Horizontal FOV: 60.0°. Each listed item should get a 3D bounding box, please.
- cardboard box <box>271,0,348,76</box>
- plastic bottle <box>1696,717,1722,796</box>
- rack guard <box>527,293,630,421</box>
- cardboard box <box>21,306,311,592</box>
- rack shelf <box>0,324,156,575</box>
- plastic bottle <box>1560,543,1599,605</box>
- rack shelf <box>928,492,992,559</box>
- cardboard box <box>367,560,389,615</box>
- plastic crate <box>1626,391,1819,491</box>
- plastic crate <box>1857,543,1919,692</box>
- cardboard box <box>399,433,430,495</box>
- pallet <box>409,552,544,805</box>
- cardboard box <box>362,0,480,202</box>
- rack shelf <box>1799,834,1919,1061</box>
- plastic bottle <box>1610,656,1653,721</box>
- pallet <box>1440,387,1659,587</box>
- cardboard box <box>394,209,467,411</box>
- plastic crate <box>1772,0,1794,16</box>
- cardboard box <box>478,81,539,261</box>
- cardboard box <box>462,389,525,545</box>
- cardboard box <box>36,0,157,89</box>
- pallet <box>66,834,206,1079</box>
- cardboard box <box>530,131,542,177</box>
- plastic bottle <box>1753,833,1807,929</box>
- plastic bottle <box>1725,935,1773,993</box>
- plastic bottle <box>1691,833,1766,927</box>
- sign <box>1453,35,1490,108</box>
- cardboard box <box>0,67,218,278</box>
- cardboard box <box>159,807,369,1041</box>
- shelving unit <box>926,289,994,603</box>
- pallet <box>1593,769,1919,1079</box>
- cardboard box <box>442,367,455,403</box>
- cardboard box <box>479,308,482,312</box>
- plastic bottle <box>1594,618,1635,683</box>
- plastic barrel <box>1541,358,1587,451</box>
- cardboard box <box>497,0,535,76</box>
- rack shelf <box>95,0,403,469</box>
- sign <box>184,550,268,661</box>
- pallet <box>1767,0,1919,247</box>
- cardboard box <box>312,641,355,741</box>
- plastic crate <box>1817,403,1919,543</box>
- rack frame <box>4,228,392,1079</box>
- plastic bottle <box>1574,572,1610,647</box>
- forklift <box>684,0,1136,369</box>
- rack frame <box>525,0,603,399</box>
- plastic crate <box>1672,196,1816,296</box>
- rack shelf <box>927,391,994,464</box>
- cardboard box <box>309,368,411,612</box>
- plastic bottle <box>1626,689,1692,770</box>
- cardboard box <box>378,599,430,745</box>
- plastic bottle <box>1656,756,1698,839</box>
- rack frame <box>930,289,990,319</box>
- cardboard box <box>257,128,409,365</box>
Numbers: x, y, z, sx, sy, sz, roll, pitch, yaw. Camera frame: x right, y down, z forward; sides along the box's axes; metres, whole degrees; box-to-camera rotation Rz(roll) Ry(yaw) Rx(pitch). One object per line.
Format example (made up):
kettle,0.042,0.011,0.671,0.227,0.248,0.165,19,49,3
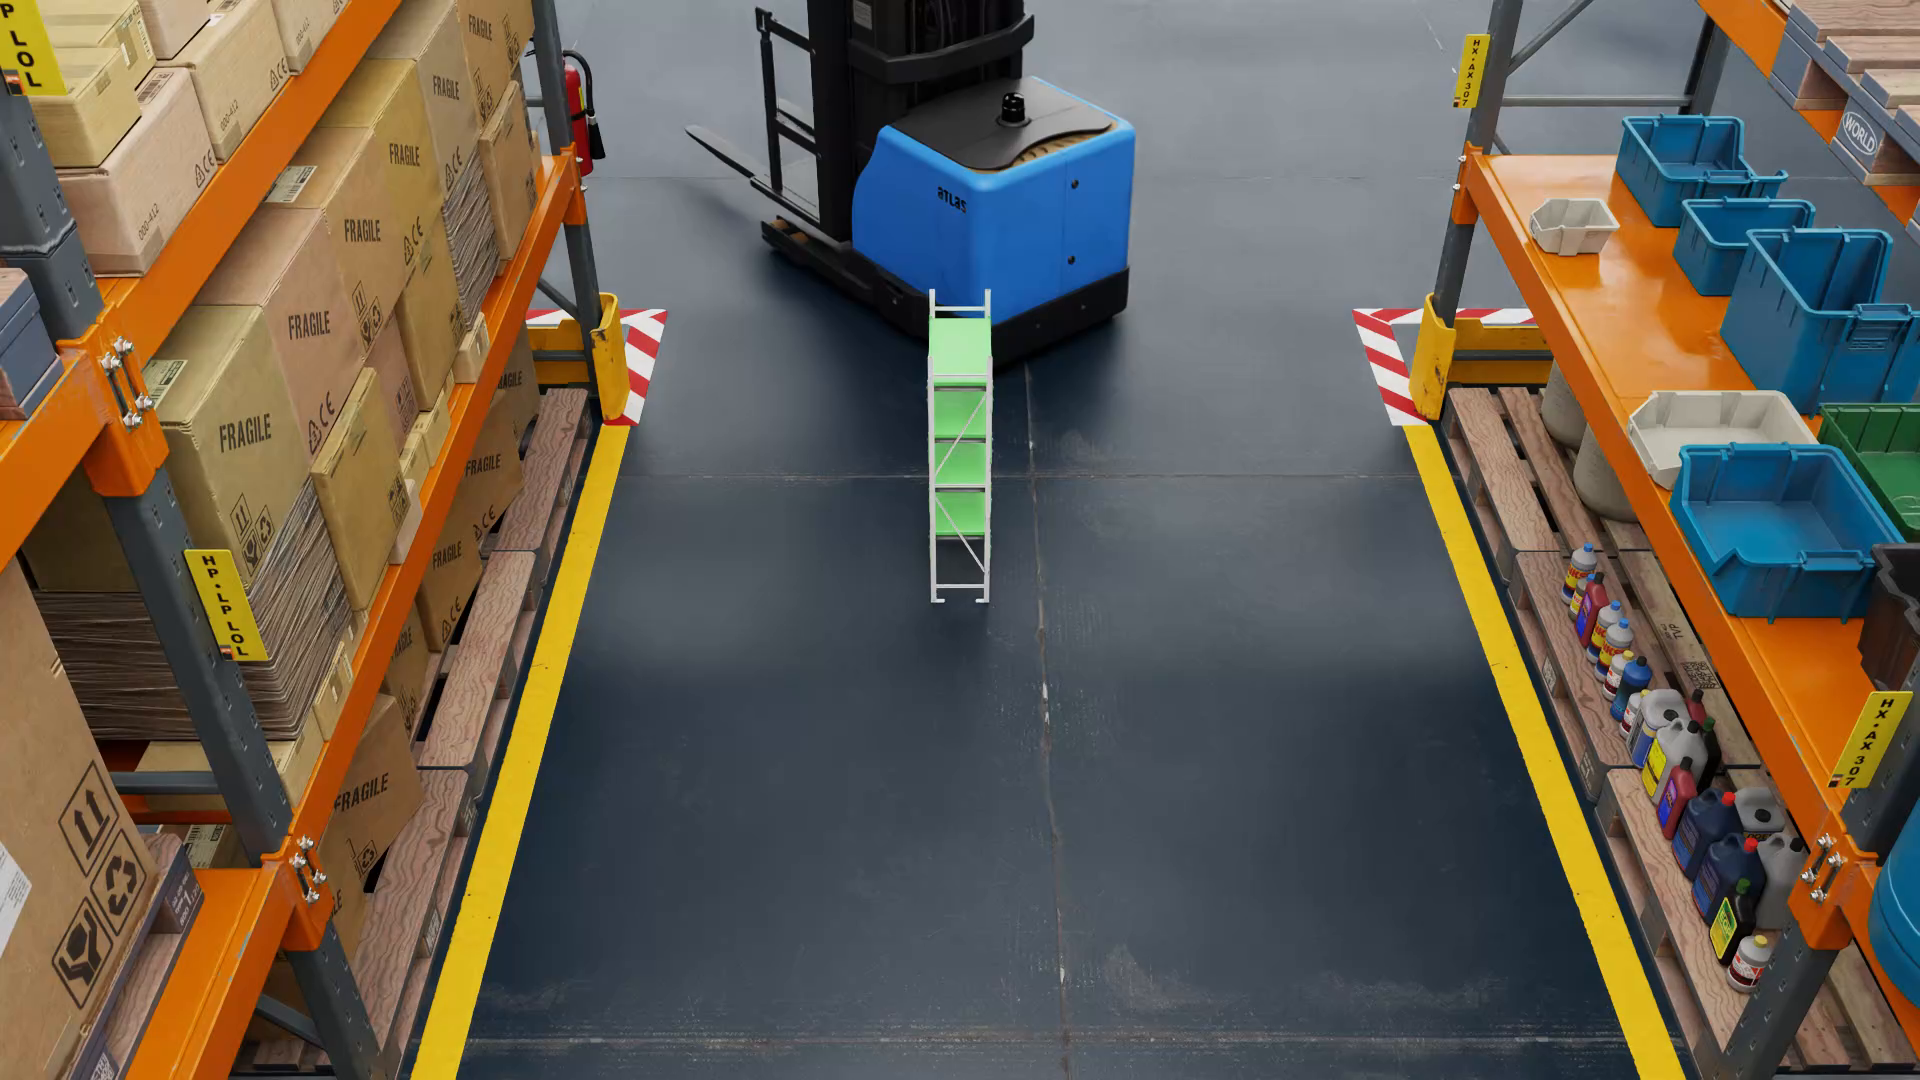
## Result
cardboard box,-1.943,-1.431,4.358,0.500,0.250,0.500,-1,39,-2
plastic bottle,2.563,0.748,5.738,0.061,0.283,0.133,0,39,0
rack guard,-2.207,-0.874,7.941,1.175,0.500,0.348,0,39,0
cardboard box,-1.949,-0.223,4.012,0.500,0.500,0.500,0,39,0
rack shelf,-2.201,0.965,1.824,1.077,0.370,4.000,0,39,0
plastic bottle,2.436,0.126,6.524,0.097,0.271,0.097,0,39,0
rack shelf,0.000,-0.128,6.936,0.258,0.148,0.480,0,39,0
cardboard box,-1.927,0.099,4.929,0.380,0.149,0.250,0,39,0
plastic crate,2.495,-0.312,5.451,0.530,0.136,0.437,0,39,0
plastic crate,2.877,0.297,4.530,0.767,0.338,0.504,0,39,0
cardboard box,-1.928,-0.214,5.319,0.380,0.149,0.250,0,39,0
pallet,-2.243,0.508,6.448,1.003,0.211,1.213,0,39,0
cardboard box,-1.955,-1.473,5.572,0.500,0.500,0.500,0,39,0
rack shelf,2.752,2.132,2.766,1.077,0.370,4.000,0,39,0
plastic bottle,2.437,0.530,6.020,0.097,0.271,0.097,0,39,0
pallet,2.788,-0.257,7.402,1.003,0.211,1.213,0,39,0
cardboard box,-2.168,-0.770,5.495,0.875,0.500,0.500,0,39,0
plastic crate,2.344,-1.470,4.498,0.243,0.136,0.396,0,39,0
cardboard box,-2.114,-1.396,6.275,0.875,0.500,0.500,0,39,0
cardboard box,-2.189,-0.321,6.915,0.500,0.500,0.500,10,40,12
cardboard box,-1.964,-1.033,3.543,0.380,0.149,0.250,-2,39,-2
pallet,-2.348,1.157,3.561,1.003,0.211,1.213,0,39,0
cardboard box,-2.001,-1.621,7.075,0.380,0.149,0.250,0,39,0
plastic bottle,2.605,1.060,5.295,0.144,0.351,0.185,0,39,0
plastic bottle,2.438,1.294,5.122,0.097,0.201,0.097,0,39,0
plastic bottle,2.461,1.060,5.295,0.144,0.351,0.185,-1,39,-1
sign,2.195,-2.011,7.140,0.100,0.325,0.005,0,39,0
cardboard box,-1.947,-0.789,3.558,0.500,0.250,0.500,-1,39,-2
cardboard box,-2.163,1.166,5.060,0.500,0.500,0.500,-1,39,-1
shelving unit,0.000,-0.365,6.746,0.258,1.200,0.503,0,39,0
pallet,2.791,1.269,5.498,1.003,0.211,1.213,0,39,0
cardboard box,-1.963,-0.527,5.710,0.380,0.149,0.250,0,39,0
cardboard box,-1.983,-0.839,6.100,0.380,0.149,0.250,0,39,0
plastic bottle,2.436,0.403,6.178,0.097,0.271,0.097,0,39,0
plastic barrel,2.823,-0.682,7.356,0.421,0.512,0.421,0,39,0
cardboard box,-1.960,-2.099,6.353,0.500,0.500,0.500,0,39,0
rack shelf,-2.205,-1.536,4.945,1.077,0.370,4.000,0,39,0
sign,-1.648,0.150,3.739,0.100,0.325,0.005,0,39,0
pallet,2.652,-0.947,3.786,1.213,0.211,1.003,0,39,0
cardboard box,-1.890,0.411,4.539,0.380,0.149,0.250,0,39,0
plastic crate,3.031,-0.166,5.228,0.450,0.188,0.662,0,39,0
rack frame,-2.203,0.604,4.097,1.000,3.000,0.127,0,39,0
plastic bottle,2.418,0.263,6.343,0.061,0.283,0.133,1,39,1
forklift,-0.445,-2.840,8.451,1.130,2.935,3.031,-27,46,-29
rack frame,-2.208,-1.897,7.219,1.000,3.000,0.127,0,39,0
plastic crate,3.040,-1.124,6.373,0.499,0.251,0.408,0,39,0
rack shelf,0.000,-0.502,6.635,0.258,0.148,0.480,0,39,0
cardboard box,-2.107,-0.145,4.714,0.875,0.500,0.500,0,39,0
plastic bottle,2.464,0.666,5.847,0.152,0.276,0.135,1,39,1
cardboard box,-2.251,0.419,5.991,0.500,0.500,0.500,-3,39,-4
plastic bottle,2.419,0.865,5.593,0.061,0.283,0.133,2,39,3
rack frame,0.000,-0.517,6.936,0.240,1.200,0.015,0,39,0
cardboard box,-1.951,-0.848,4.792,0.500,0.500,0.500,0,39,0
